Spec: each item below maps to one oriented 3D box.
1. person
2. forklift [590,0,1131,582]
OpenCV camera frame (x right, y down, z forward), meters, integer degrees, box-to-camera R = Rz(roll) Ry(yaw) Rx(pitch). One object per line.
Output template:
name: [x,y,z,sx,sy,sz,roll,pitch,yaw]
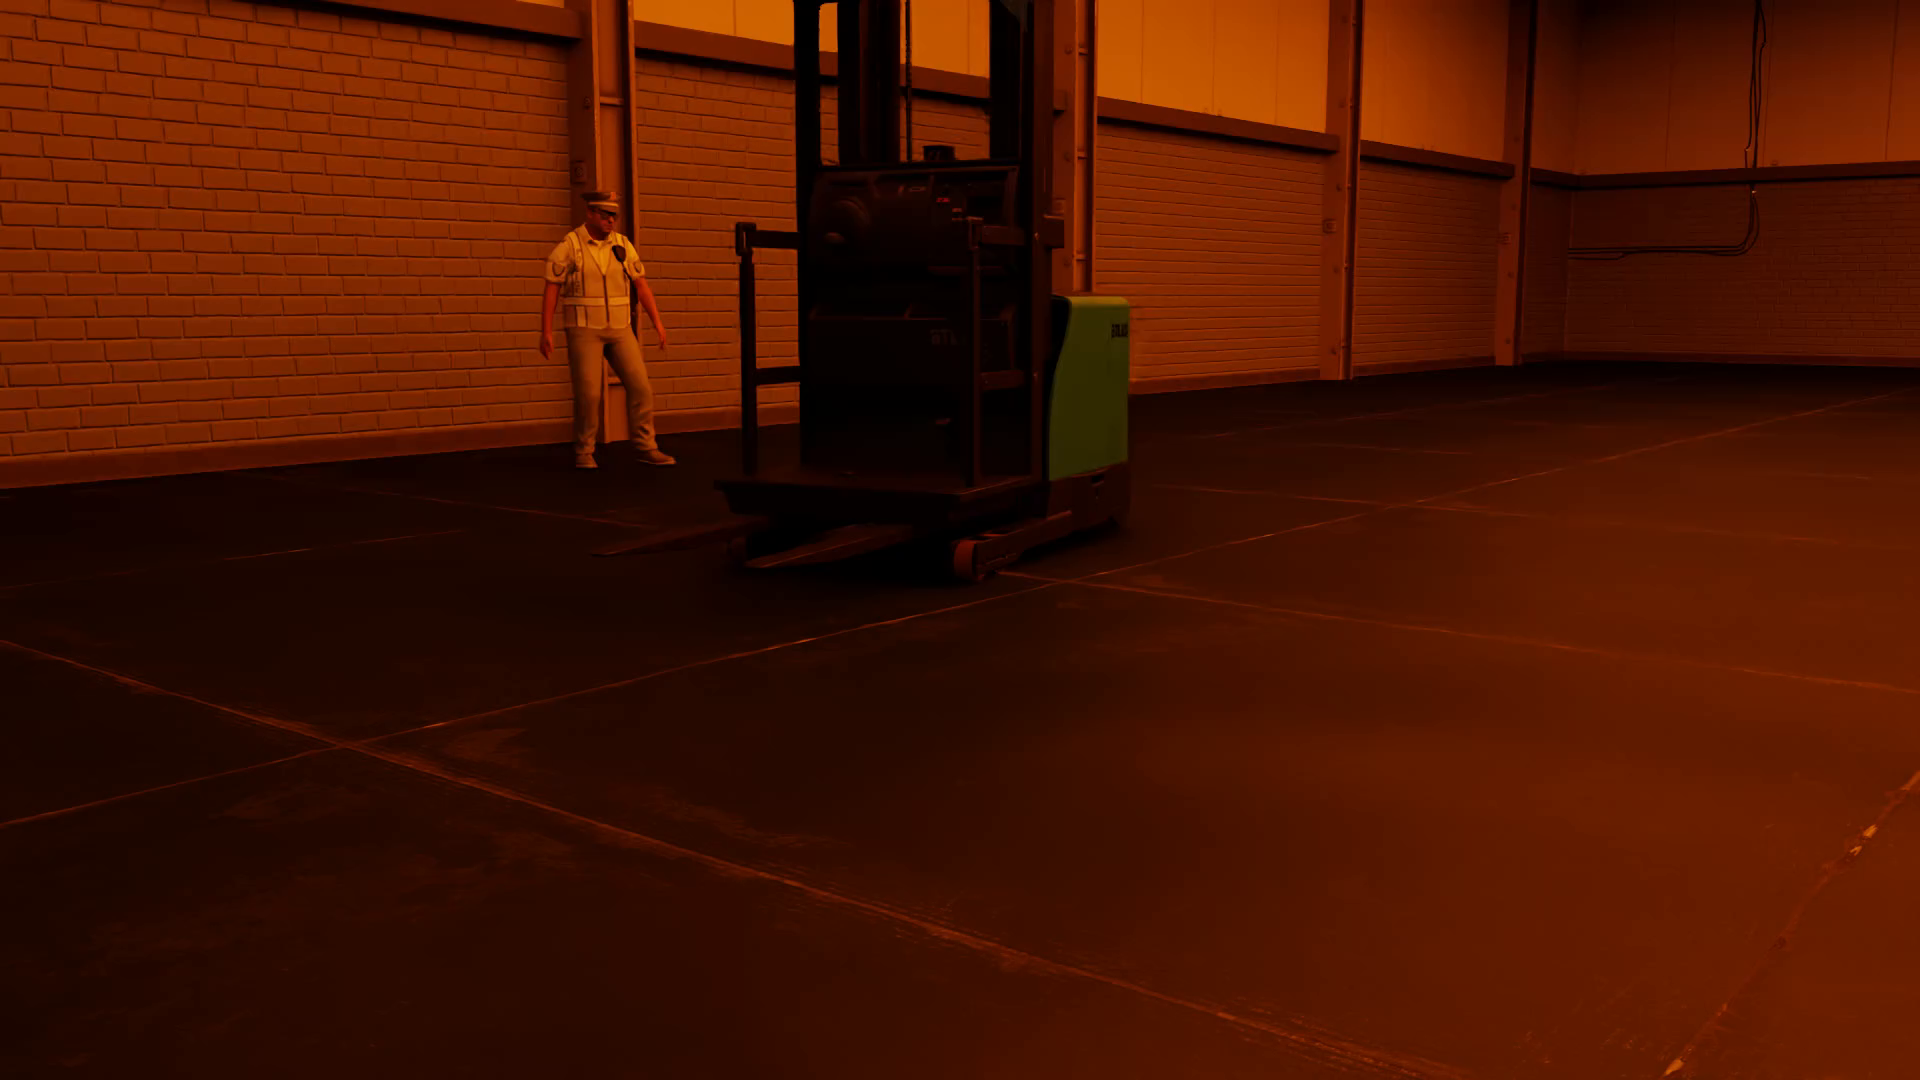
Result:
person: [-2.240,-1.317,10.453,0.794,1.724,0.435,-5,10,-32]
forklift: [-0.286,-1.360,6.579,1.130,2.935,3.031,4,9,25]
